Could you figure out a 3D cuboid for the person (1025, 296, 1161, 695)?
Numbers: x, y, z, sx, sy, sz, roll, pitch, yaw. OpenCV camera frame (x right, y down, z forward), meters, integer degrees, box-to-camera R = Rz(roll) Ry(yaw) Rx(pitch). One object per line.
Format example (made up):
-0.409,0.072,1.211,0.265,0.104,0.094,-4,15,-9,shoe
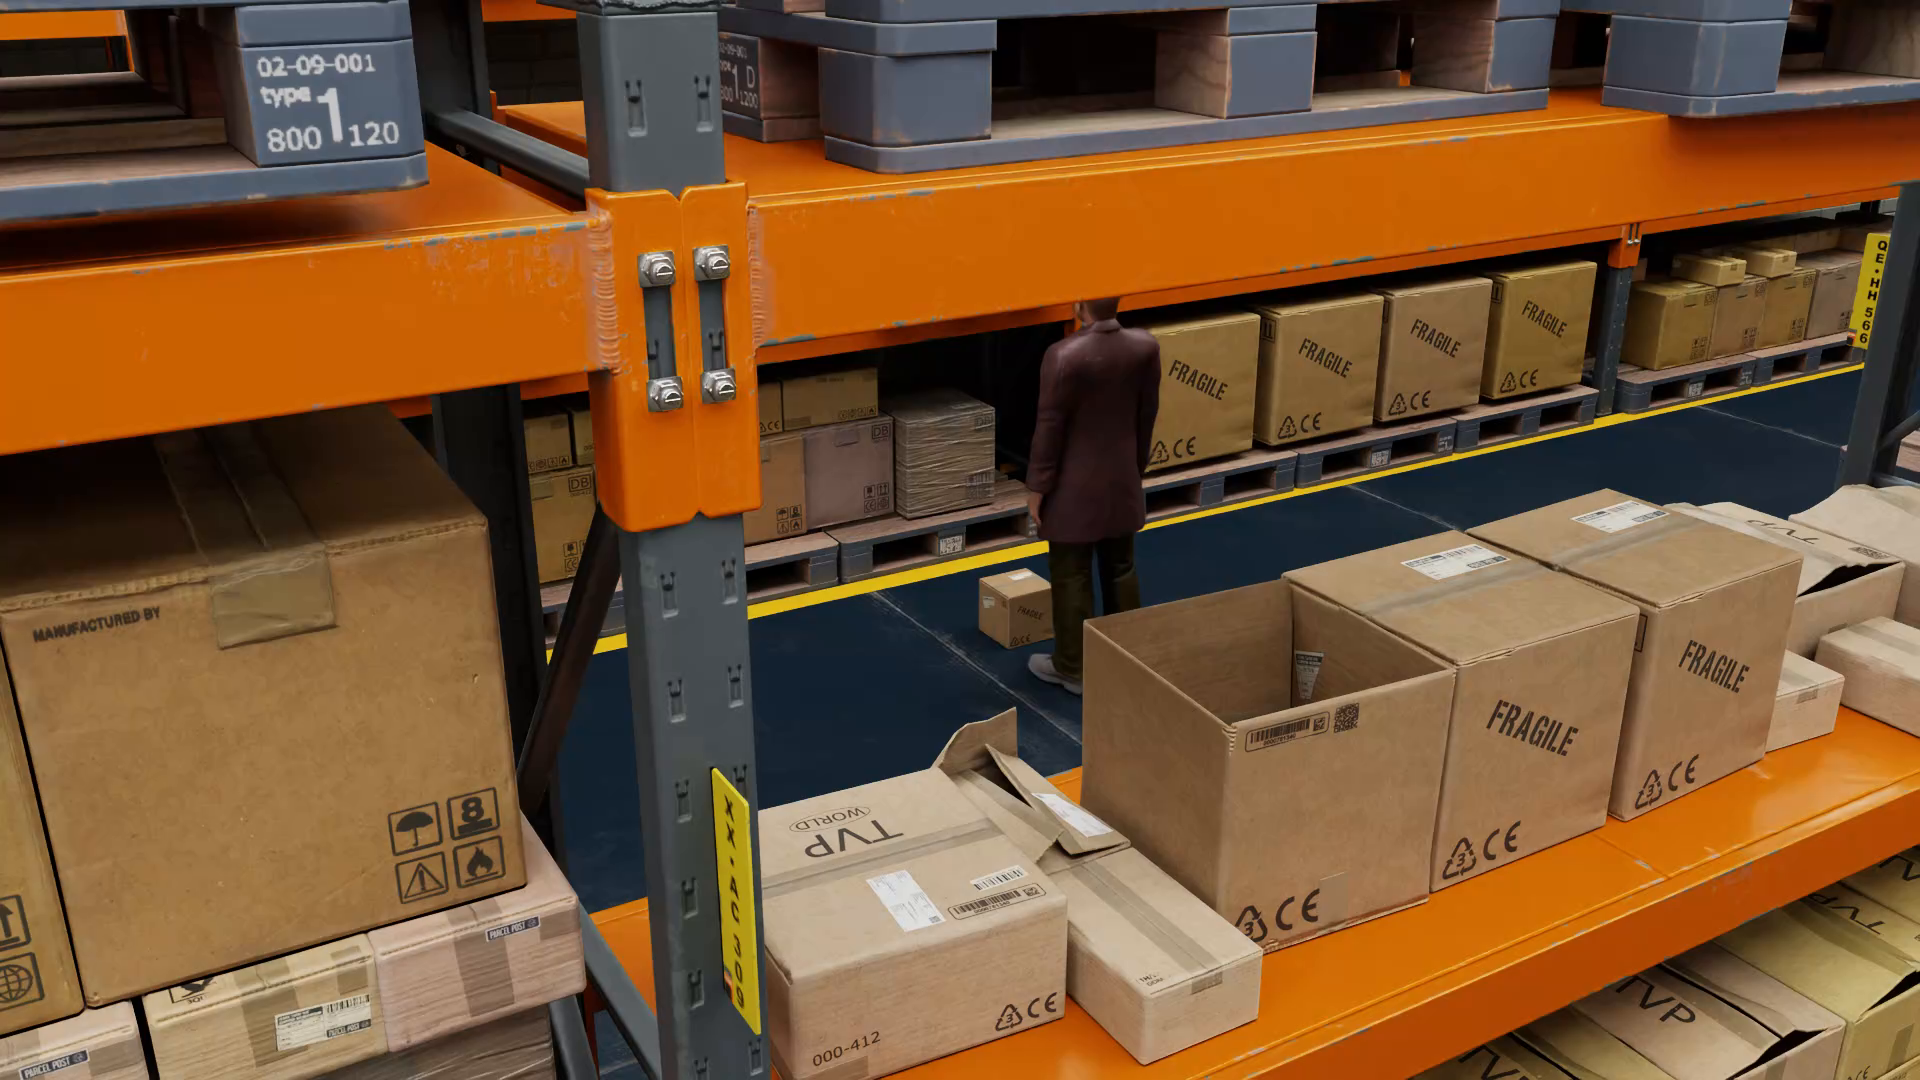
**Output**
0.516,-0.227,6.706,0.582,1.806,0.415,-12,25,-28,person
